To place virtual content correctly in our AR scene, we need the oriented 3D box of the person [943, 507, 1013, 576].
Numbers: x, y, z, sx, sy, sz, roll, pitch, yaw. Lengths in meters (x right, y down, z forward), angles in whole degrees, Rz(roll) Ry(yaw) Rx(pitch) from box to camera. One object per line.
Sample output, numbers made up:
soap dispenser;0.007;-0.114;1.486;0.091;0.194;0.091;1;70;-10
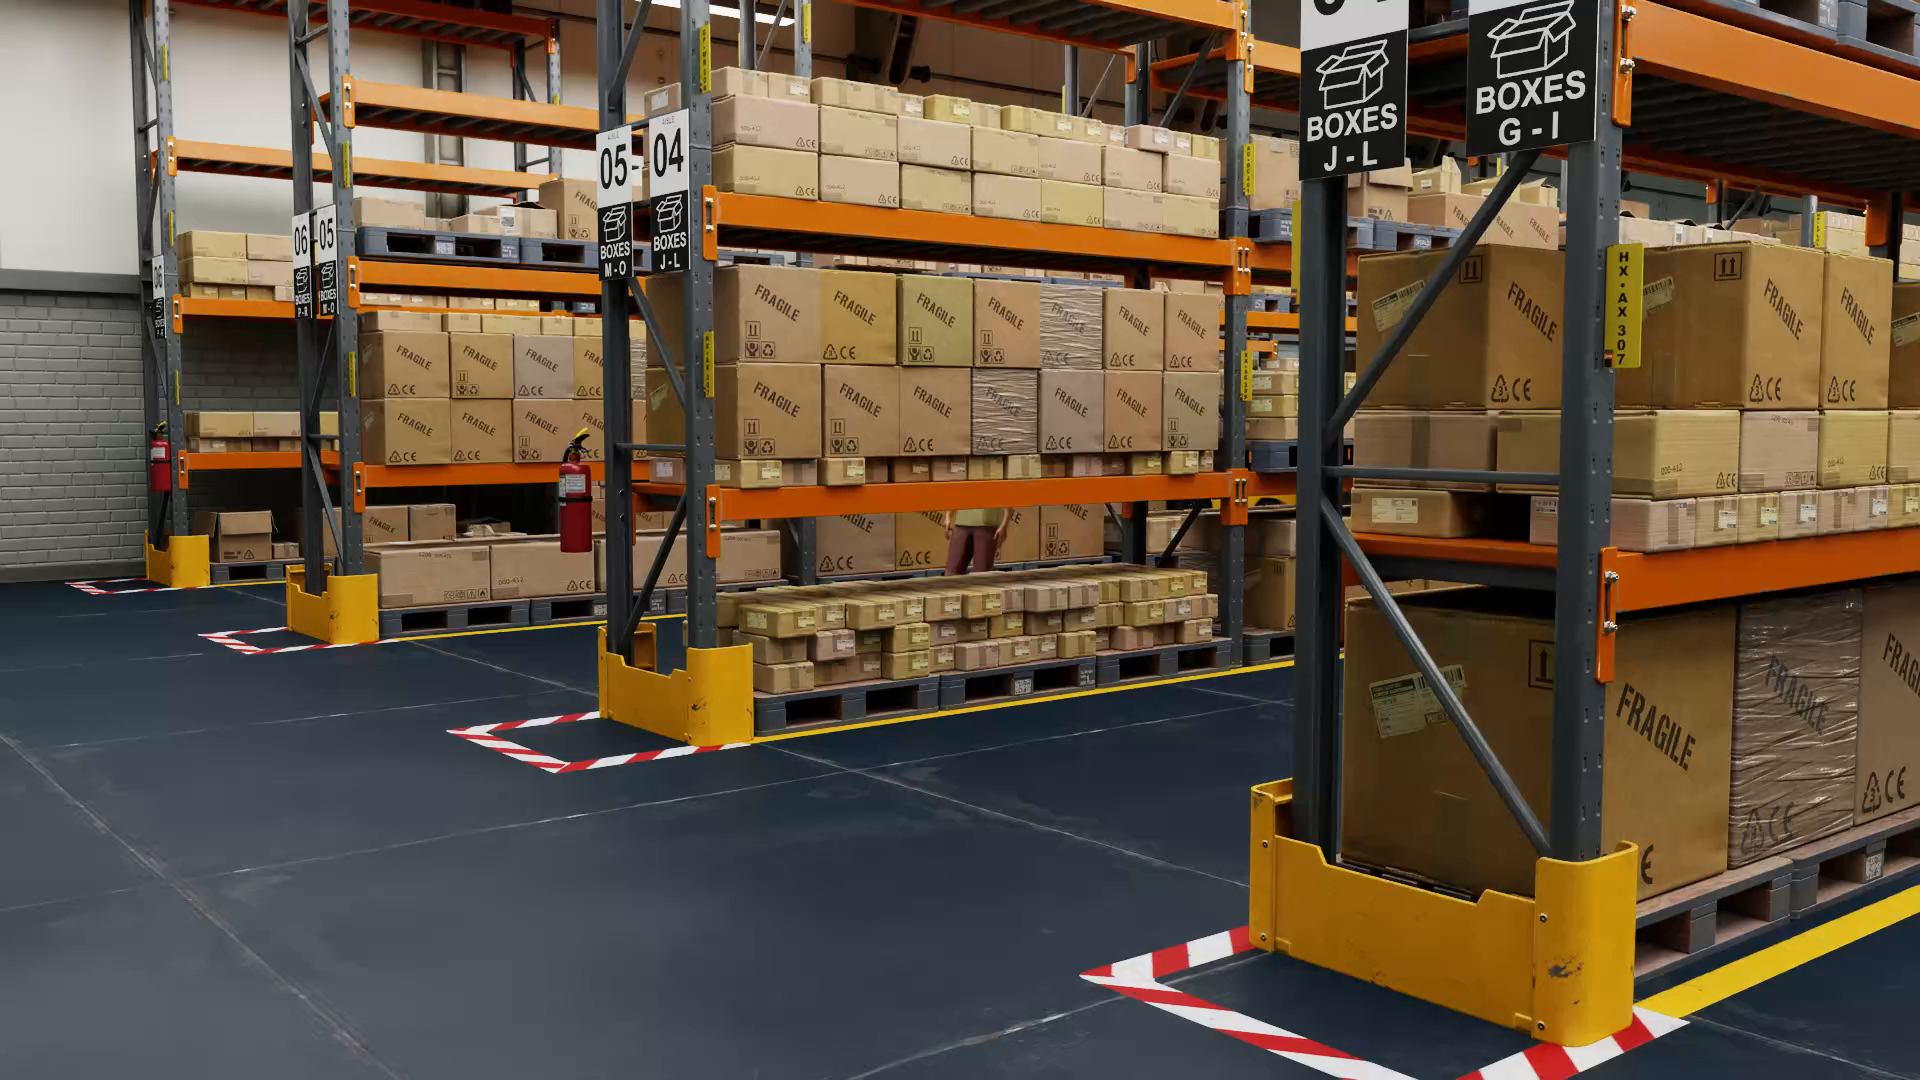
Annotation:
person;0.083;-0.073;12.116;0.554;1.662;0.547;3;5;32
